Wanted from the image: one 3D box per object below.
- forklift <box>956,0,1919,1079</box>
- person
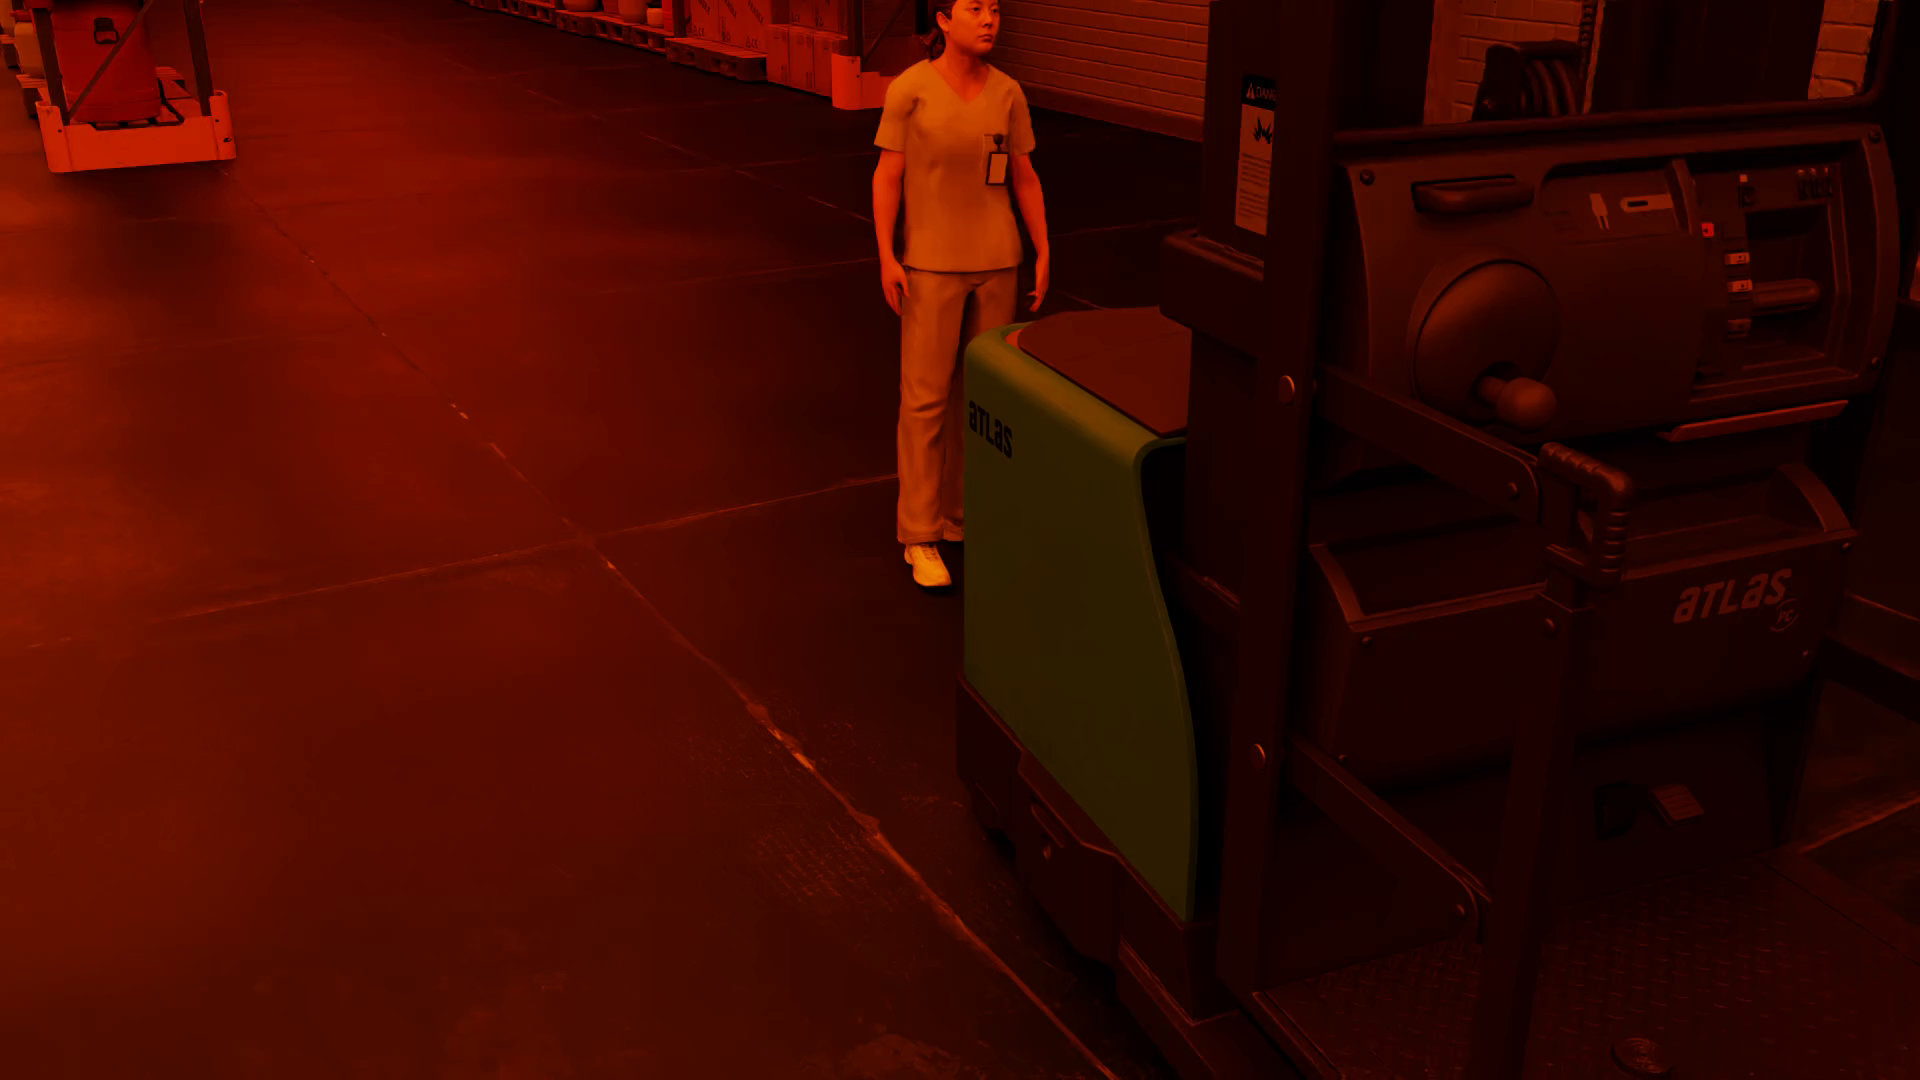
[{"bbox_3d":[1.018,-0.344,2.113,1.130,2.935,3.031,-9,24,-20],"label":"forklift"},{"bbox_3d":[0.040,-0.744,4.731,0.526,1.677,0.558,-9,24,-20],"label":"person"}]
